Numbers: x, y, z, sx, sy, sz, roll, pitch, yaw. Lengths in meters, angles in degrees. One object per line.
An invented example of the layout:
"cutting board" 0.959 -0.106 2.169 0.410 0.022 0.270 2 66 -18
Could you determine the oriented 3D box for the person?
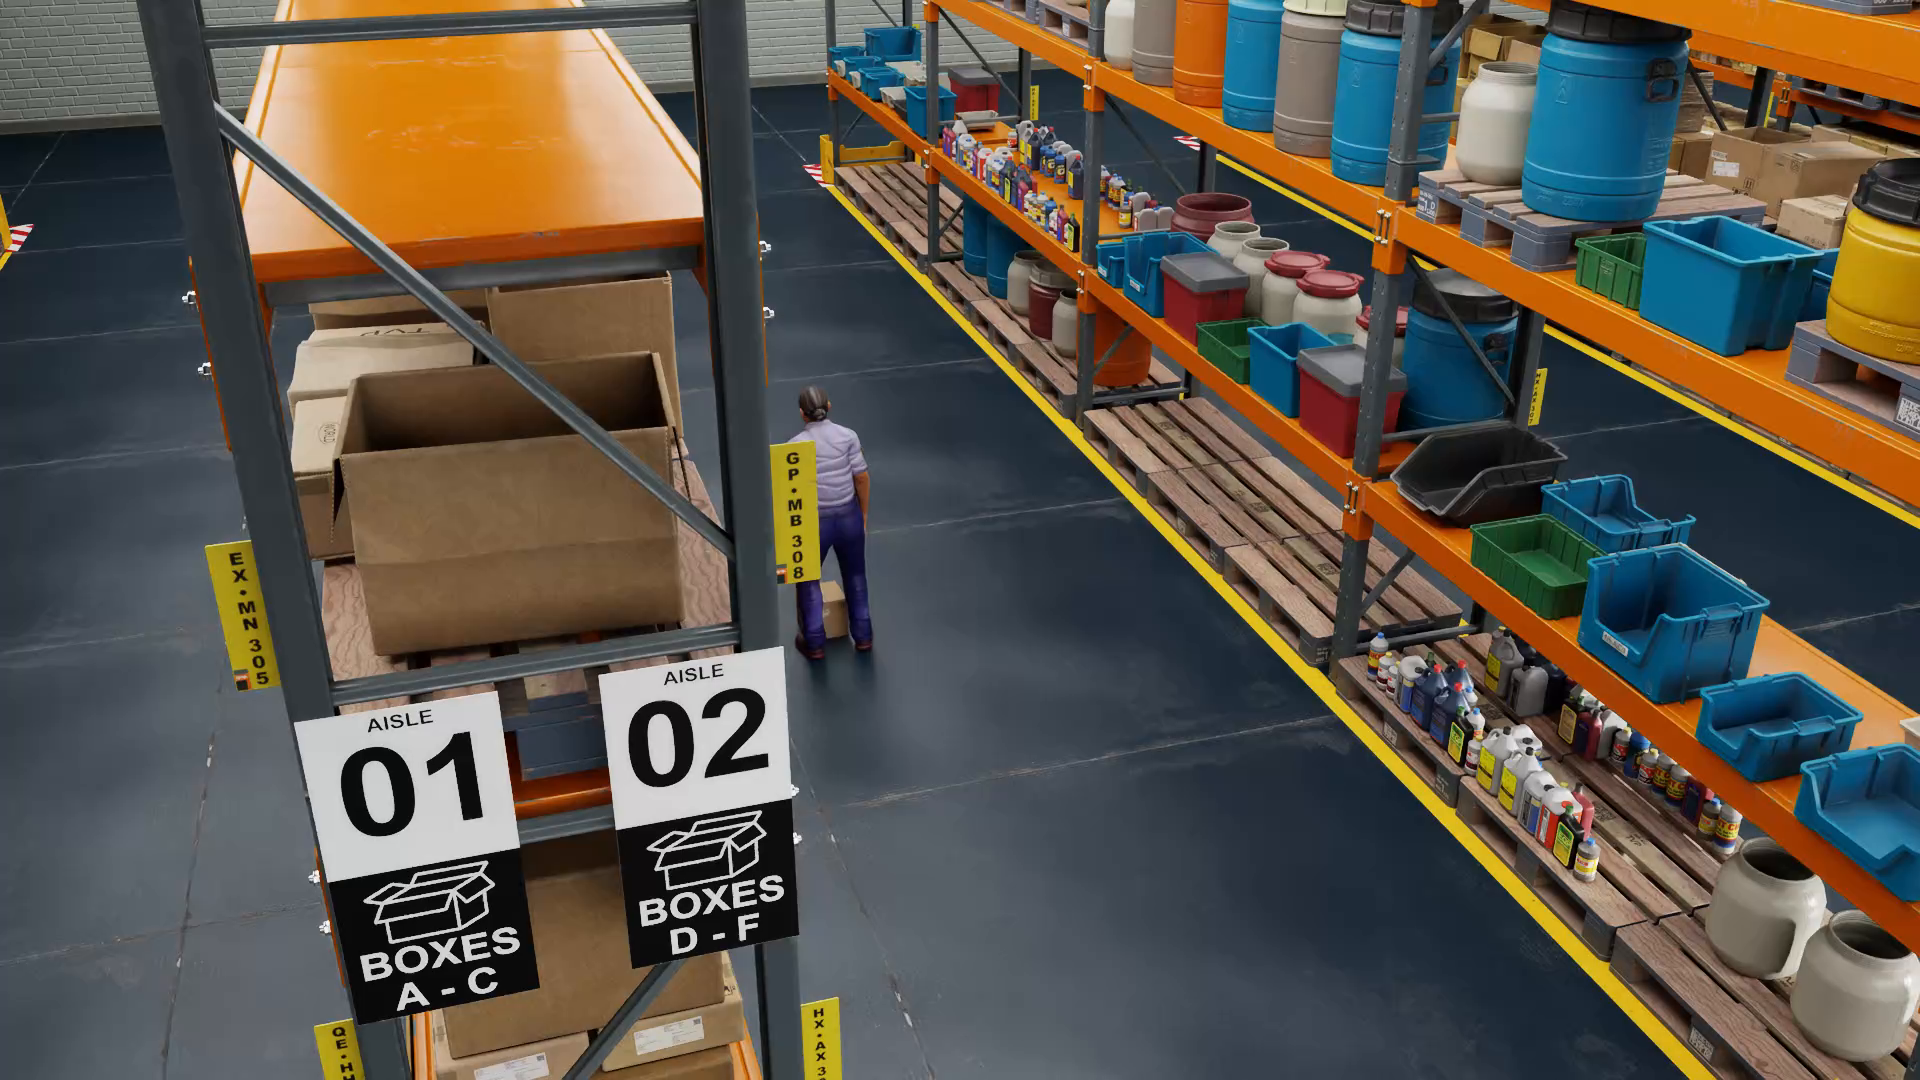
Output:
"person" -0.756 -0.095 9.549 0.561 1.651 0.369 -10 28 -19
